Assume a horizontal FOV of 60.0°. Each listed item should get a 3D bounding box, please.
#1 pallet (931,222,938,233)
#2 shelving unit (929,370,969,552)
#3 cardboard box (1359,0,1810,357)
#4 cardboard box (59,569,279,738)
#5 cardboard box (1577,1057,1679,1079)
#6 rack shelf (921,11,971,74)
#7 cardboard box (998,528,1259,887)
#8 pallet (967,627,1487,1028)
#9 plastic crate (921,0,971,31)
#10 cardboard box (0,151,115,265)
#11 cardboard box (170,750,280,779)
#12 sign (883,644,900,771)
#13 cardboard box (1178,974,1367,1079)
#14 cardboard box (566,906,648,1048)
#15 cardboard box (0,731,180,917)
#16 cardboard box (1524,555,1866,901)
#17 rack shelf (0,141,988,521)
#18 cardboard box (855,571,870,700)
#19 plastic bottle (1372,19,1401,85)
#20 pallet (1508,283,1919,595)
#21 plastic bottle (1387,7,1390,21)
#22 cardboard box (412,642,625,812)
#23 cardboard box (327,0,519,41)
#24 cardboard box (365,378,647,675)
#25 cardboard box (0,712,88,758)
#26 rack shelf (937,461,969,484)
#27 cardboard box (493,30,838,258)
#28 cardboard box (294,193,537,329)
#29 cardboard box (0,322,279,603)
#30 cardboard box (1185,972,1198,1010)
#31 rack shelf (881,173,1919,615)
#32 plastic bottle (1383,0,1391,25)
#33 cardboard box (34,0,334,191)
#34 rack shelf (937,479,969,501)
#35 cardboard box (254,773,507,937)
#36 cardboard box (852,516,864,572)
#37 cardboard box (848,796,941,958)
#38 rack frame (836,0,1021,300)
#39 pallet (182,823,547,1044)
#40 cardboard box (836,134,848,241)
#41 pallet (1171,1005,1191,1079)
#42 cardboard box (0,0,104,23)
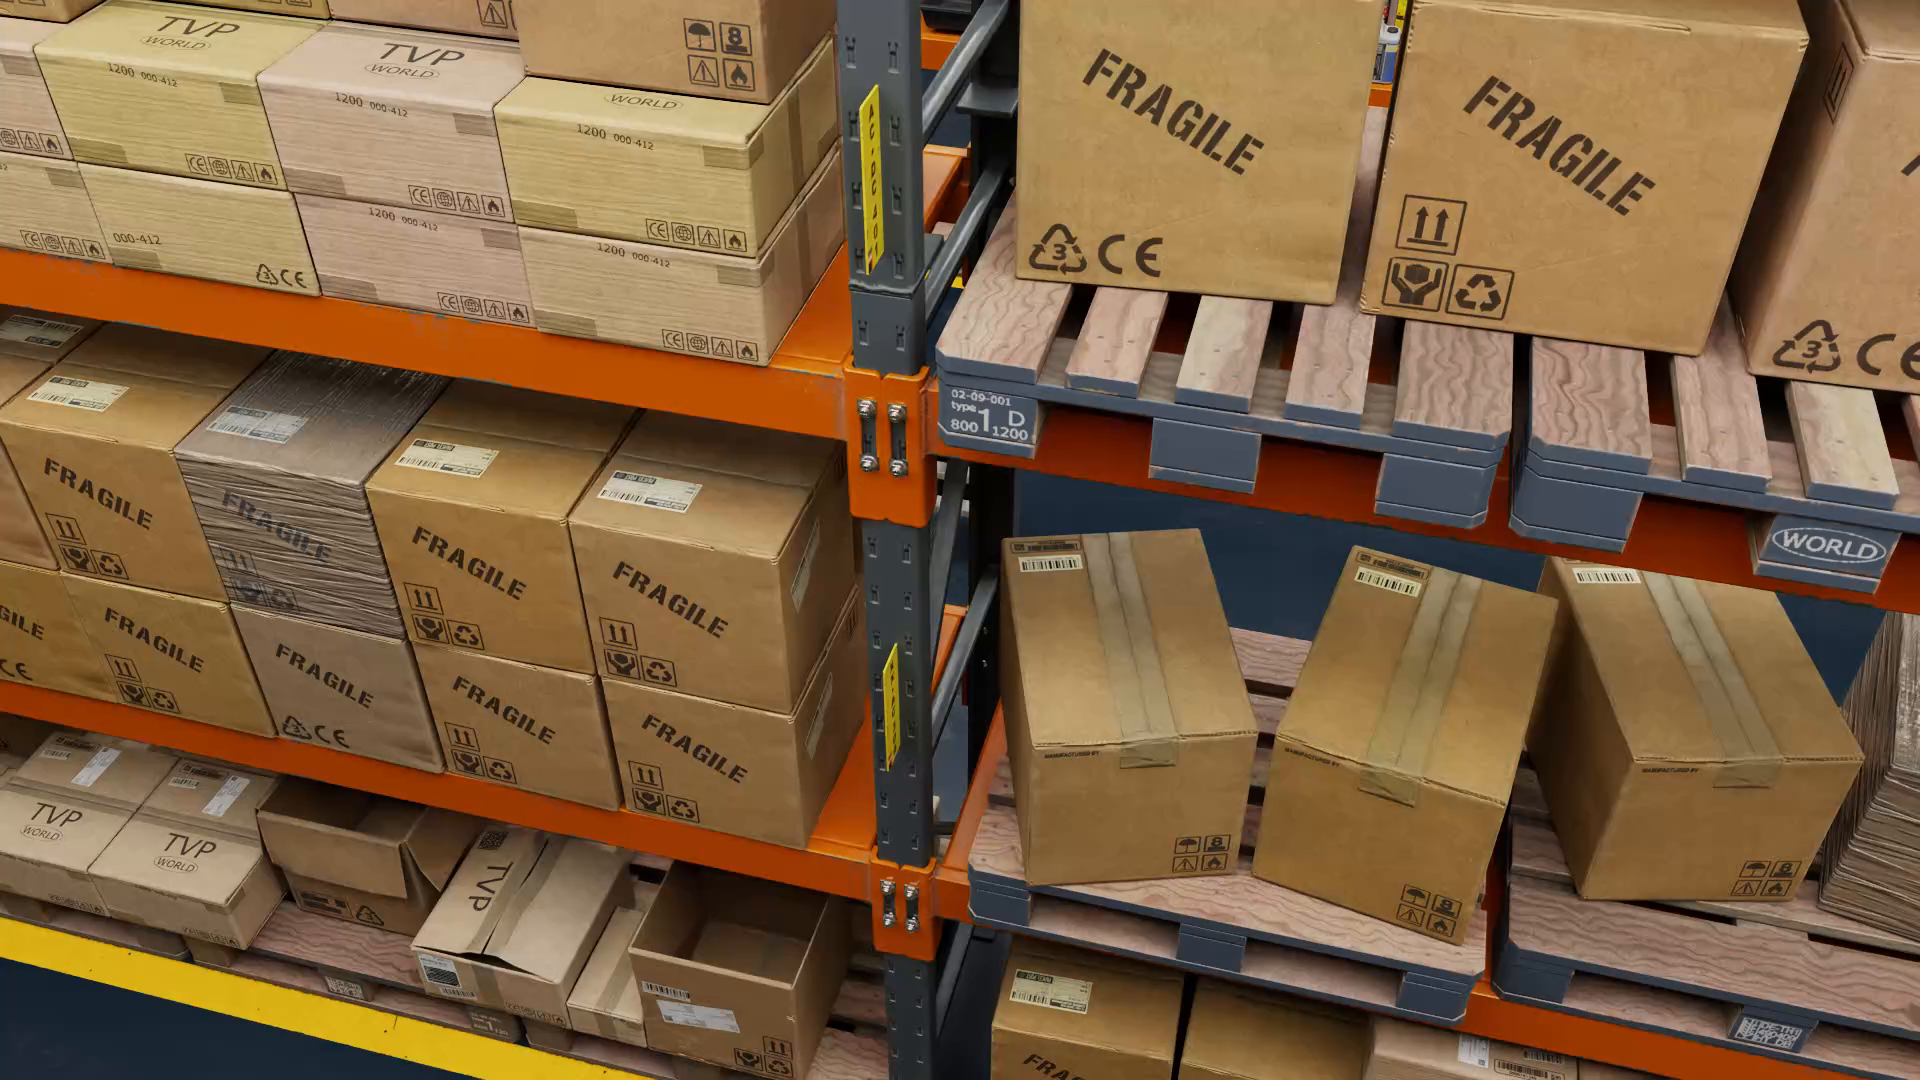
[{"bbox_3d":[-0.640,-1.933,9.387,1.213,0.211,1.003,10,41,11],"label":"pallet"},{"bbox_3d":[-0.008,-0.346,6.962,0.210,0.900,0.258,10,41,11],"label":"shelving unit"},{"bbox_3d":[1.098,-0.784,3.036,0.600,0.600,0.600,9,41,11],"label":"cardboard box"},{"bbox_3d":[-2.058,0.162,4.647,0.500,0.500,0.500,10,41,12],"label":"cardboard box"},{"bbox_3d":[1.834,1.359,4.318,0.500,0.250,0.500,9,41,11],"label":"cardboard box"},{"bbox_3d":[-0.669,-2.758,8.761,4.000,0.370,1.077,10,41,11],"label":"rack shelf"},{"bbox_3d":[0.379,0.395,4.044,0.500,0.500,0.700,-3,40,-3],"label":"cardboard box"},{"bbox_3d":[0.723,0.650,4.293,1.213,0.211,1.003,10,41,11],"label":"pallet"},{"bbox_3d":[0.112,-2.638,8.225,0.590,0.125,0.437,10,41,11],"label":"plastic crate"},{"bbox_3d":[-2.007,-0.884,3.755,0.500,0.250,0.500,10,41,11],"label":"cardboard box"},{"bbox_3d":[-2.386,0.709,5.869,0.500,0.250,0.500,10,41,11],"label":"cardboard box"},{"bbox_3d":[-0.154,0.383,3.789,0.005,0.325,0.100,10,41,11],"label":"sign"},{"bbox_3d":[0.901,1.478,4.759,0.500,0.500,0.500,10,41,12],"label":"cardboard box"},{"bbox_3d":[-1.023,1.356,5.178,0.250,0.149,0.380,10,41,11],"label":"cardboard box"},{"bbox_3d":[-2.950,0.945,5.588,0.500,0.250,0.500,10,41,11],"label":"cardboard box"},{"bbox_3d":[1.702,0.432,3.999,0.500,0.500,0.700,0,40,0],"label":"cardboard box"},{"bbox_3d":[-1.953,-0.830,4.133,4.000,0.370,1.077,10,41,11],"label":"rack shelf"},{"bbox_3d":[-0.443,0.084,4.740,0.500,0.500,0.500,11,41,13],"label":"cardboard box"},{"bbox_3d":[1.965,-2.279,7.728,0.135,0.276,0.152,10,41,11],"label":"plastic bottle"},{"bbox_3d":[1.593,-0.378,3.182,1.003,0.211,1.213,10,41,11],"label":"pallet"},{"bbox_3d":[2.080,-2.728,8.262,0.135,0.276,0.152,10,41,11],"label":"plastic bottle"},{"bbox_3d":[-1.069,0.329,4.448,0.500,0.500,0.500,11,41,13],"label":"cardboard box"},{"bbox_3d":[-0.947,-1.422,3.423,0.500,0.500,0.700,10,41,11],"label":"cardboard box"},{"bbox_3d":[-1.072,-0.052,4.124,0.500,0.500,0.500,9,41,11],"label":"cardboard box"},{"bbox_3d":[-3.296,0.437,5.999,0.500,0.500,0.500,10,41,11],"label":"cardboard box"},{"bbox_3d":[-0.008,-0.320,6.984,0.200,0.077,0.258,10,41,11],"label":"rack shelf"},{"bbox_3d":[-0.561,-0.819,3.288,0.500,0.250,0.500,10,41,11],"label":"cardboard box"},{"bbox_3d":[-1.040,-0.721,3.560,0.500,0.250,0.500,10,41,11],"label":"cardboard box"},{"bbox_3d":[-2.045,-0.220,4.325,0.500,0.500,0.500,9,41,11],"label":"cardboard box"},{"bbox_3d":[1.005,1.156,5.143,0.500,0.500,0.500,10,41,12],"label":"cardboard box"},{"bbox_3d":[1.911,-0.165,3.341,4.000,0.370,1.077,10,41,11],"label":"rack shelf"},{"bbox_3d":[2.066,-2.619,8.190,0.097,0.201,0.097,0,40,0],"label":"plastic bottle"},{"bbox_3d":[-1.526,-0.989,3.490,0.500,0.250,0.500,10,41,11],"label":"cardboard box"},{"bbox_3d":[-0.008,-0.252,7.042,0.200,0.077,0.258,10,41,11],"label":"rack shelf"},{"bbox_3d":[-1.837,0.854,5.499,0.637,0.503,0.797,10,41,11],"label":"cardboard box"},{"bbox_3d":[-0.404,-0.298,4.418,0.500,0.500,0.500,11,41,13],"label":"cardboard box"},{"bbox_3d":[-0.371,1.033,5.436,0.500,0.311,0.500,10,41,11],"label":"cardboard box"},{"bbox_3d":[-0.021,-1.921,2.541,0.127,3.000,1.000,10,41,11],"label":"rack frame"},{"bbox_3d":[-1.867,1.128,5.744,1.213,0.211,1.003,10,41,11],"label":"pallet"},{"bbox_3d":[-0.427,-0.950,3.833,0.500,0.250,0.500,10,41,11],"label":"cardboard box"},{"bbox_3d":[0.774,1.556,5.234,1.213,0.211,1.003,10,41,11],"label":"pallet"},{"bbox_3d":[-1.954,-1.490,3.504,0.500,0.500,0.700,10,41,11],"label":"cardboard box"}]
